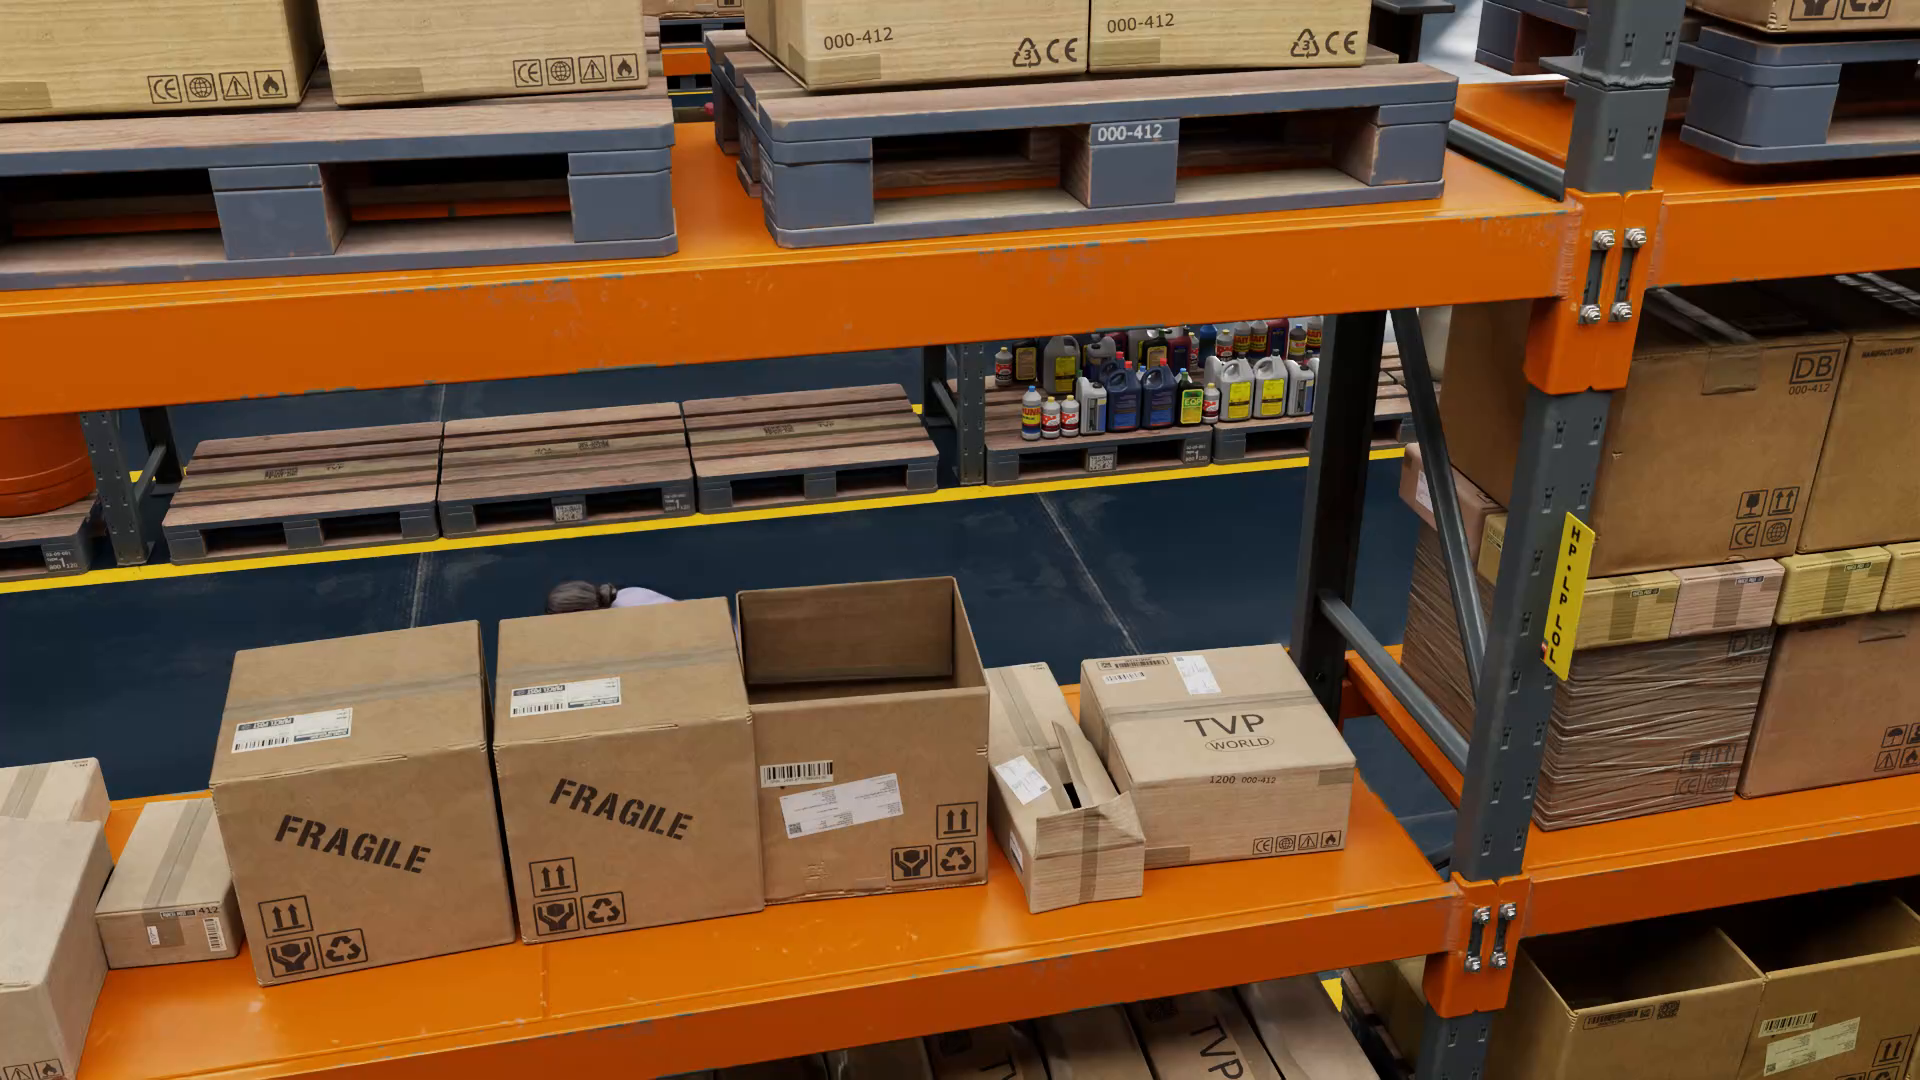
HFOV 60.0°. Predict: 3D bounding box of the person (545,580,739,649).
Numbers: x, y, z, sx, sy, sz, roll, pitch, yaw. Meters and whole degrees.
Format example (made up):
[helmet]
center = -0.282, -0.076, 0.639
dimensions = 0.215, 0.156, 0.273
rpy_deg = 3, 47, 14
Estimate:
[person]
center = -0.955, 0.583, 5.597
dimensions = 0.768, 1.099, 0.538
rpy_deg = -6, 28, -12
